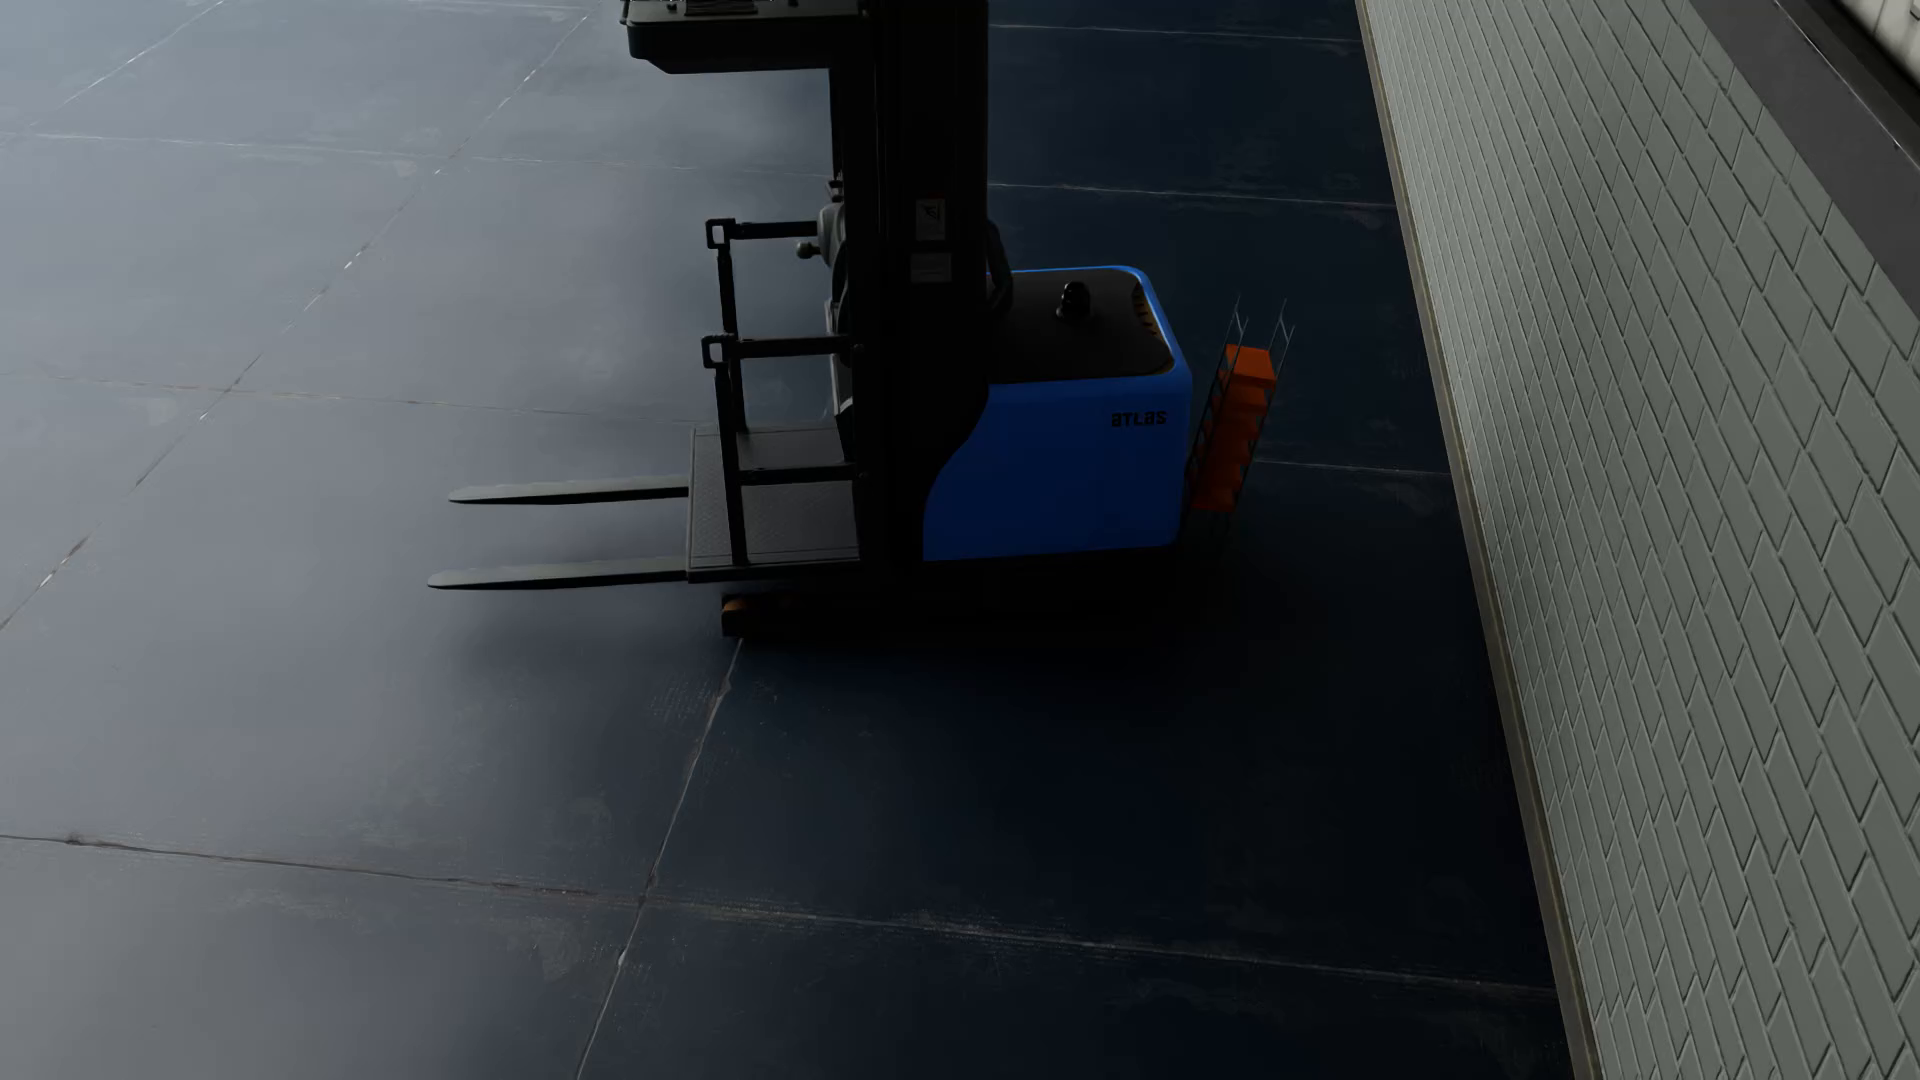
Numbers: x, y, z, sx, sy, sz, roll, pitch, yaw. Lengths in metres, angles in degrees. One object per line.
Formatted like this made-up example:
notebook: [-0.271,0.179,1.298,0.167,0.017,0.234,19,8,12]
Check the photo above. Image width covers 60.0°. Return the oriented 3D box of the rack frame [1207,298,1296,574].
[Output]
rack frame: [1.179,-0.404,6.797,0.006,1.200,0.240,9,35,-5]

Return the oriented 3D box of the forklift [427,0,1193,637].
forklift: [-0.652,-1.064,6.334,3.031,2.797,1.129,-4,36,-5]

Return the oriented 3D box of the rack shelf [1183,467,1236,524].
rack shelf: [1.039,-0.190,6.953,0.180,0.103,0.258,9,35,-5]

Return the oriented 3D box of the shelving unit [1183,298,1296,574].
shelving unit: [1.091,-0.417,6.789,0.184,1.200,0.258,9,35,-5]

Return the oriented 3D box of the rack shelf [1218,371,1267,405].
rack shelf: [1.127,-0.596,6.661,0.171,0.034,0.221,9,35,-5]

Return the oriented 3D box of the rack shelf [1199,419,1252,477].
rack shelf: [1.081,-0.382,6.815,0.180,0.103,0.258,9,35,-5]

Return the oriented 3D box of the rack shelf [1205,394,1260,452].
rack shelf: [1.102,-0.478,6.746,0.180,0.103,0.258,9,35,-5]

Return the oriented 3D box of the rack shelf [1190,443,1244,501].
rack shelf: [1.060,-0.286,6.884,0.180,0.103,0.258,9,35,-5]

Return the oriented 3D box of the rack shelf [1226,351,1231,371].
rack shelf: [1.147,-0.686,6.596,0.166,0.020,0.199,9,35,-5]
